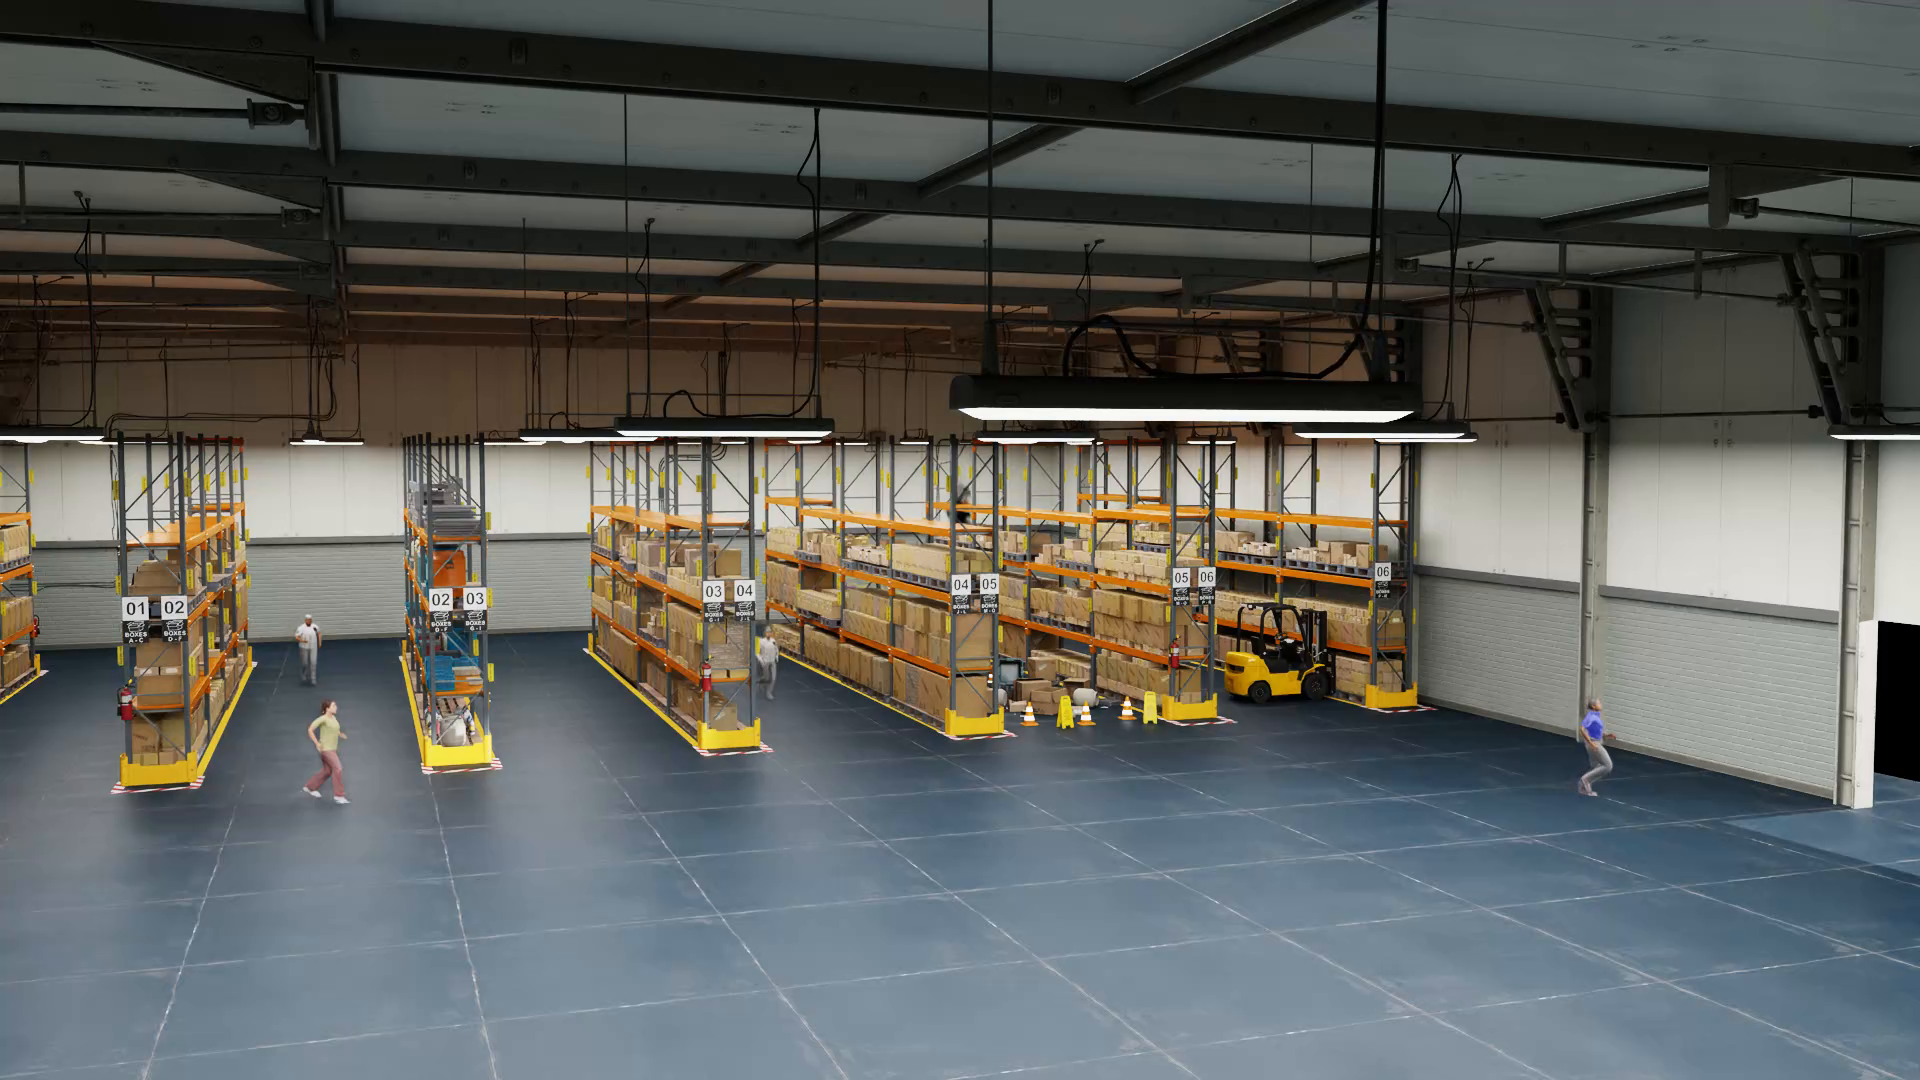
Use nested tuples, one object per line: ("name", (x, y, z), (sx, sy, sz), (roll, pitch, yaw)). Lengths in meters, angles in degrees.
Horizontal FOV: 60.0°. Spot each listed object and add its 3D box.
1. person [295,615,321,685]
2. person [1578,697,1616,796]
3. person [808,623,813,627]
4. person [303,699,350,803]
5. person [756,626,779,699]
("person", (-15.857, 2.655, 40.476), (0.626, 1.699, 0.823), (-2, 4, -31))
("person", (10.469, 3.402, 27.298), (0.570, 1.608, 0.561), (1, 3, 21))
("person", (-4.348, 1.838, 49.335), (0.907, 1.784, 0.764), (2, 4, 29))
("person", (-10.244, 3.424, 26.853), (0.817, 1.722, 0.589), (0, 3, 2))
("person", (-4.413, 2.795, 38.065), (0.627, 1.664, 0.599), (-2, 4, -32))
